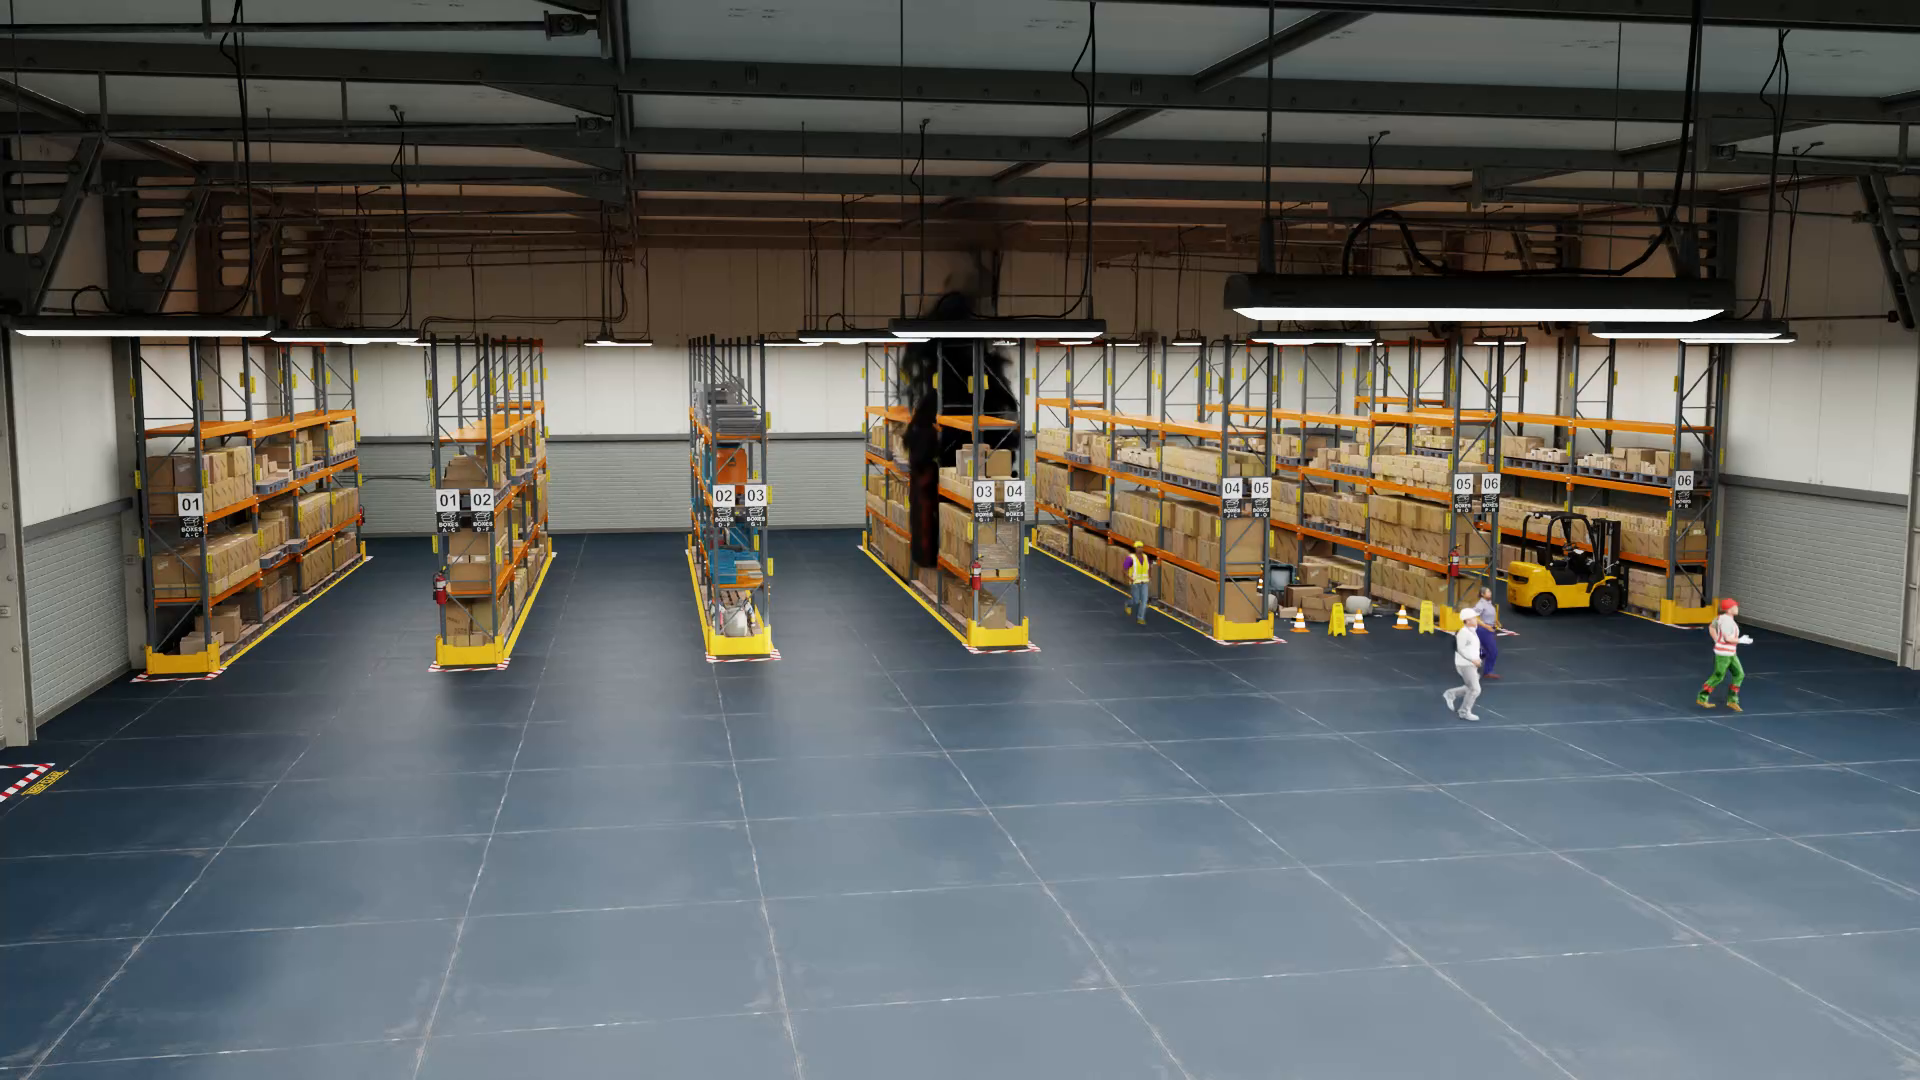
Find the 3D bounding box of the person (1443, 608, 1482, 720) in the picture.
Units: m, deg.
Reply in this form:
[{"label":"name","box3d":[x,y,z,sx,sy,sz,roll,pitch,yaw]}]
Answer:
[{"label":"person","box3d":[7.819,1.914,25.836,0.600,1.727,0.690,3,7,23]}]

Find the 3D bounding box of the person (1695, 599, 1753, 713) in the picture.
[{"label":"person","box3d":[12.084,1.835,26.266,0.788,1.836,0.637,4,8,30]}]

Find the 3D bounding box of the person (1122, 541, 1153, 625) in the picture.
[{"label":"person","box3d":[3.737,0.885,34.787,0.700,1.739,0.801,-2,7,-19]}]

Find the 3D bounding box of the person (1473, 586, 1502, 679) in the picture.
[{"label":"person","box3d":[9.147,1.612,29.053,0.630,1.588,0.611,4,8,32]}]
